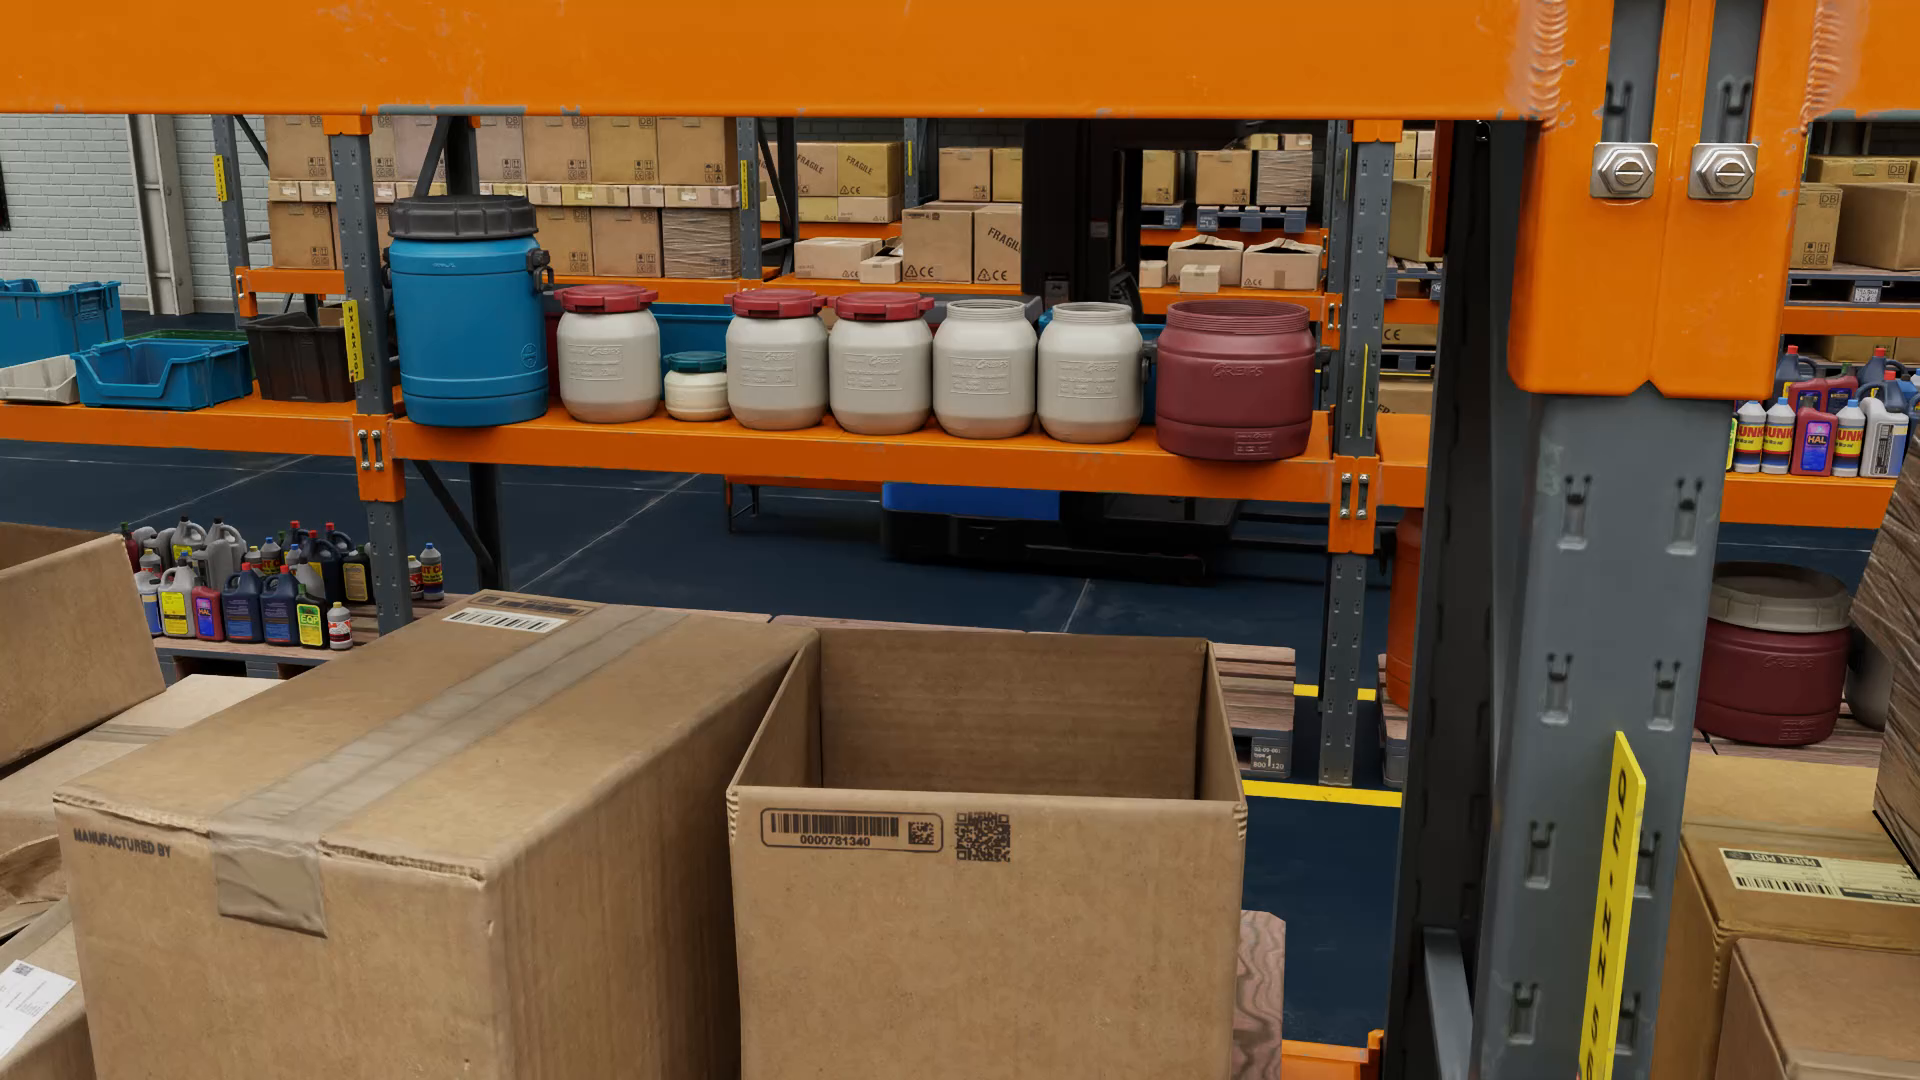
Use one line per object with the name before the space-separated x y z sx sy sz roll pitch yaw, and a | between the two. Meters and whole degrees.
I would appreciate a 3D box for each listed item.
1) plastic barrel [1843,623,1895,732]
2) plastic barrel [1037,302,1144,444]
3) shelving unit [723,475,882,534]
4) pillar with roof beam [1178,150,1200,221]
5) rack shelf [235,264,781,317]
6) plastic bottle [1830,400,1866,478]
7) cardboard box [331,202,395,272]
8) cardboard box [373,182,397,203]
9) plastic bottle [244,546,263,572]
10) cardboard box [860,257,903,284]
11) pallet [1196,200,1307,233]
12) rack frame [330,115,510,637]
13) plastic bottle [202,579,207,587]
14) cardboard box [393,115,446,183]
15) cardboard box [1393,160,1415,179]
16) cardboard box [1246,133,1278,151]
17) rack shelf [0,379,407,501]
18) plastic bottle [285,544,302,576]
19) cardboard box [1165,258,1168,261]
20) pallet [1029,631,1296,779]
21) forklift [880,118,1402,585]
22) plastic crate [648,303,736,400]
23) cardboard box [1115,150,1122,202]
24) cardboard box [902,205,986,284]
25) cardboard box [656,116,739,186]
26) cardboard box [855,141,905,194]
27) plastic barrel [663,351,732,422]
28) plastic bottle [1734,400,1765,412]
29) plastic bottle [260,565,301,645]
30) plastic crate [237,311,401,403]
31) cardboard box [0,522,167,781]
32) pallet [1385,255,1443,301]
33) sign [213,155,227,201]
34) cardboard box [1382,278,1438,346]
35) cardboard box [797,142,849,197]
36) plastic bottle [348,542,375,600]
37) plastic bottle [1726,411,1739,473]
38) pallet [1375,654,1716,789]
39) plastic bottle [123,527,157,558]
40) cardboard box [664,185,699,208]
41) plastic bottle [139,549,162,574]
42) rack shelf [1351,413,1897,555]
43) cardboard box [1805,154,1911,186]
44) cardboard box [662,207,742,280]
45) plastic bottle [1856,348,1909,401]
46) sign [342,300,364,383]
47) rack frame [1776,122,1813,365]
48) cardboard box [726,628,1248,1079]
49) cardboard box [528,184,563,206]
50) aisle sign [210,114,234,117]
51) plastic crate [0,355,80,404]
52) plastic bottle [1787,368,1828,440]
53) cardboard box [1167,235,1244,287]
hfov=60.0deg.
plastic barrel | 3.726 0.476 6.527 0.421 0.512 0.421 0 15 0
plastic barrel | 0.515 -0.661 6.551 0.421 0.512 0.421 0 15 0
shelving unit | -0.864 -0.610 10.086 1.048 1.125 0.538 4 16 14
pillar with roof beam | 1.580 -5.261 12.126 0.400 9.000 9.100 3 16 11
rack shelf | -3.323 -1.877 12.495 4.000 0.370 1.077 3 16 11
plastic bottle | 3.165 -0.364 5.929 0.097 0.271 0.097 0 15 0
cardboard box | -4.313 -2.323 12.572 0.500 0.500 0.700 4 16 13
cardboard box | -4.191 -2.572 12.257 0.250 0.149 0.380 3 16 10
plastic bottle | -3.520 0.132 8.313 0.097 0.201 0.097 0 15 0
cardboard box | -0.536 -1.895 11.686 0.250 0.149 0.380 3 16 11
pallet | 2.820 -3.118 15.988 1.003 0.211 1.213 3 16 11
rack frame | -2.354 -0.821 7.338 0.127 3.000 1.000 3 16 11
plastic bottle | -3.552 0.261 7.694 0.133 0.283 0.061 3 16 11
cardboard box | -3.766 -2.919 12.293 0.500 0.500 0.700 3 16 11
cardboard box | 3.965 -3.309 15.535 0.500 0.500 0.500 4 16 13
cardboard box | 2.877 -3.797 15.853 0.250 0.149 0.380 0 15 2
rack shelf | -4.314 -0.581 7.818 4.000 0.370 1.077 3 16 11
plastic bottle | -3.229 0.154 8.104 0.097 0.271 0.097 0 15 0
cardboard box | 2.278 -2.640 16.359 0.500 0.250 0.500 3 16 12
pallet | 0.814 0.684 7.128 1.213 0.211 1.003 3 16 11
forklift | 1.116 -1.321 9.270 3.031 2.935 1.130 4 16 14
plastic crate | -1.211 -0.836 7.422 0.575 0.384 0.392 3 16 11
cardboard box | 1.310 -3.579 16.281 0.500 0.500 0.700 5 16 19
cardboard box | -0.098 -2.092 11.738 0.500 0.500 0.500 4 16 15
cardboard box | -1.800 -2.812 11.908 0.500 0.500 0.700 3 16 11
cardboard box | -0.799 -3.791 16.899 0.500 0.500 0.500 3 16 10
plastic barrel | -1.088 -0.644 6.958 0.301 0.262 0.301 0 15 0
plastic bottle | 3.167 -0.582 6.691 0.133 0.283 0.061 3 16 11
plastic bottle | -3.043 0.284 7.485 0.185 0.351 0.144 3 16 10
plastic crate | -2.842 -0.853 7.567 0.504 0.338 0.767 3 16 11
cardboard box | -1.624 0.290 2.345 0.637 0.503 0.797 5 16 17
pallet | 3.234 -1.794 11.209 1.003 0.211 1.213 3 16 11
sign | -5.400 -2.640 12.134 0.005 0.325 0.100 3 16 11
cardboard box | 4.234 -2.293 15.892 0.750 0.750 0.750 3 16 10
cardboard box | -1.395 -3.681 16.501 0.500 0.500 0.500 3 16 11
plastic bottle | -2.901 0.138 8.154 0.135 0.276 0.152 4 16 13
plastic bottle | 2.727 -0.389 5.995 0.133 0.283 0.061 3 16 11
pallet | 2.346 0.766 6.830 1.213 0.211 1.003 3 16 11
plastic bottle | -4.145 0.070 8.398 0.135 0.276 0.152 3 16 12
cardboard box | -1.915 -2.450 11.815 0.250 0.149 0.380 3 16 10
plastic bottle | -4.016 0.147 8.260 0.097 0.201 0.097 0 15 0
rack shelf | 3.525 -0.155 6.282 4.000 0.370 1.077 3 16 11
cardboard box | 7.988 -3.099 14.998 0.700 0.700 0.980 3 16 12
cardboard box | -1.800 -2.187 12.081 0.500 0.500 0.700 3 16 10
plastic bottle | 3.626 -0.578 6.551 0.185 0.351 0.144 3 16 11
sign | -2.475 -0.811 6.784 0.005 0.325 0.100 3 16 11
rack frame | 7.460 -2.987 15.158 0.127 3.000 1.000 3 16 11
cardboard box | 0.041 0.418 1.889 0.500 0.500 0.500 1 16 4
cardboard box | -2.917 -2.504 12.011 0.250 0.149 0.380 4 16 13
aisle sign | -5.409 -3.506 12.160 0.004 0.787 0.394 3 16 11
plastic crate | -3.996 -0.714 7.446 0.437 0.136 0.530 3 16 11
plastic bottle | 3.319 -0.534 6.520 0.133 0.283 0.061 3 16 11
cardboard box | 1.718 -1.959 11.614 0.500 0.311 0.500 3 16 10
